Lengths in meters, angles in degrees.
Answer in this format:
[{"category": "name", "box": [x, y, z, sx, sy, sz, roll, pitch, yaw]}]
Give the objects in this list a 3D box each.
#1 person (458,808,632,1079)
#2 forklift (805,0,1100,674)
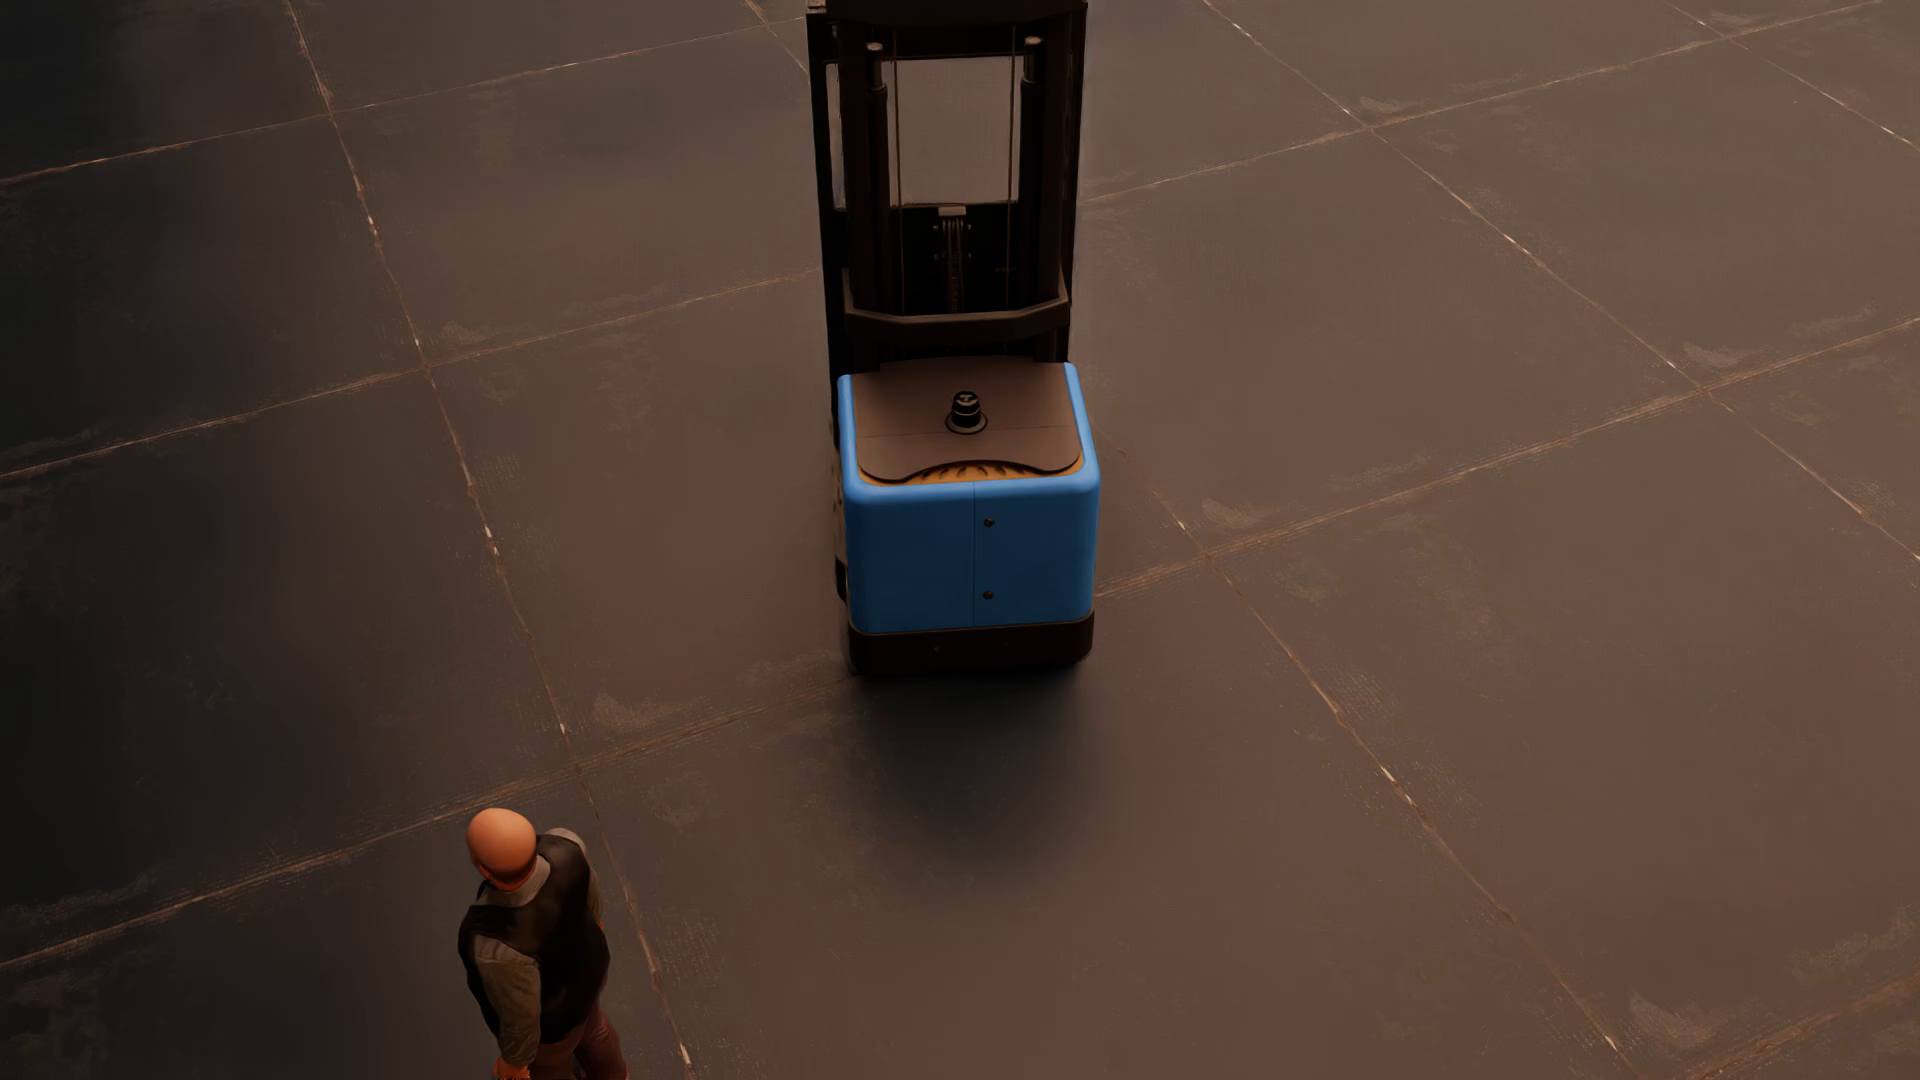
[{"category": "person", "box": [-1.282, 1.372, 5.097, 0.392, 1.725, 0.591, 10, 44, 10]}, {"category": "forklift", "box": [-0.076, -1.499, 7.287, 1.130, 2.935, 3.031, -3, 43, -4]}]
